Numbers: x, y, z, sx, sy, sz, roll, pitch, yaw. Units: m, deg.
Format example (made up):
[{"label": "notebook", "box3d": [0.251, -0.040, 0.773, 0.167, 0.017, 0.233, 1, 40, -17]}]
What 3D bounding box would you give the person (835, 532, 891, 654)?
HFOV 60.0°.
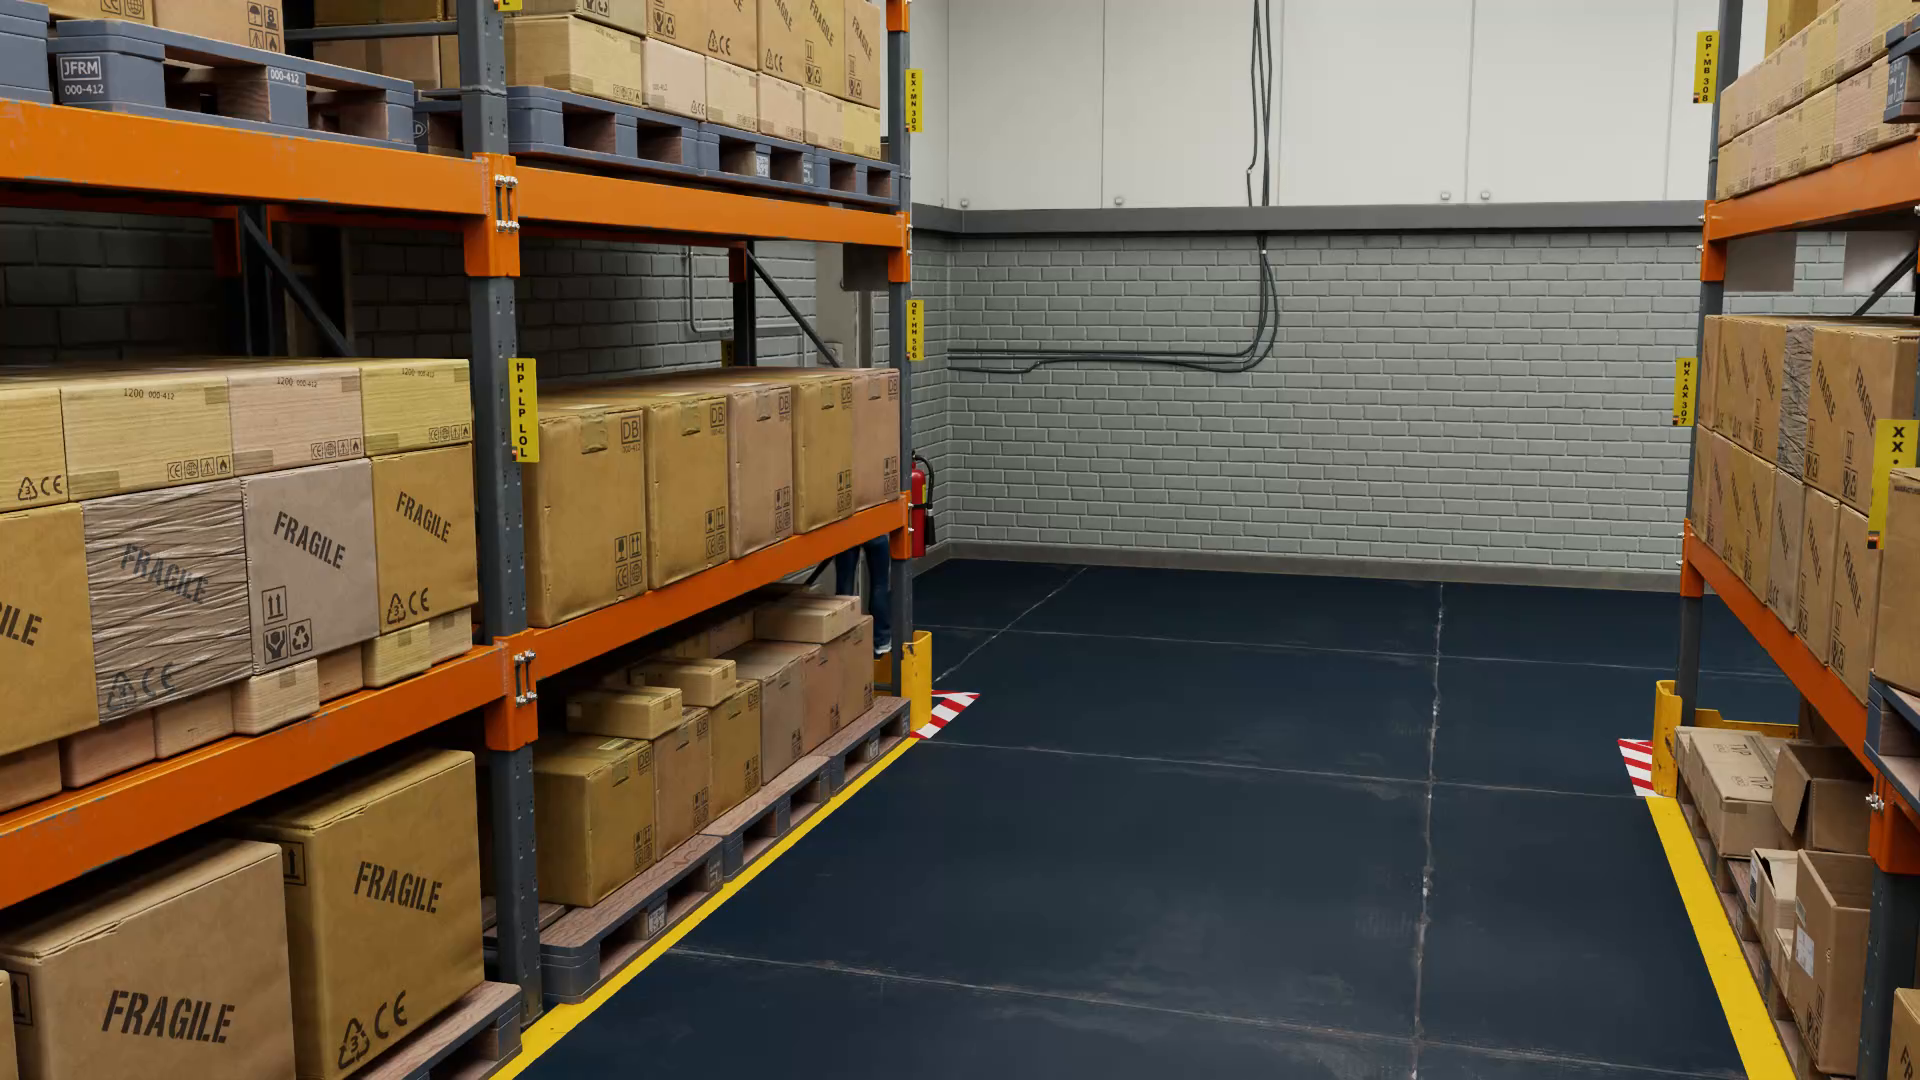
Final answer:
[{"label": "person", "box3d": [-0.616, -0.026, 10.922, 0.561, 1.591, 0.525, 2, 9, 14]}]
